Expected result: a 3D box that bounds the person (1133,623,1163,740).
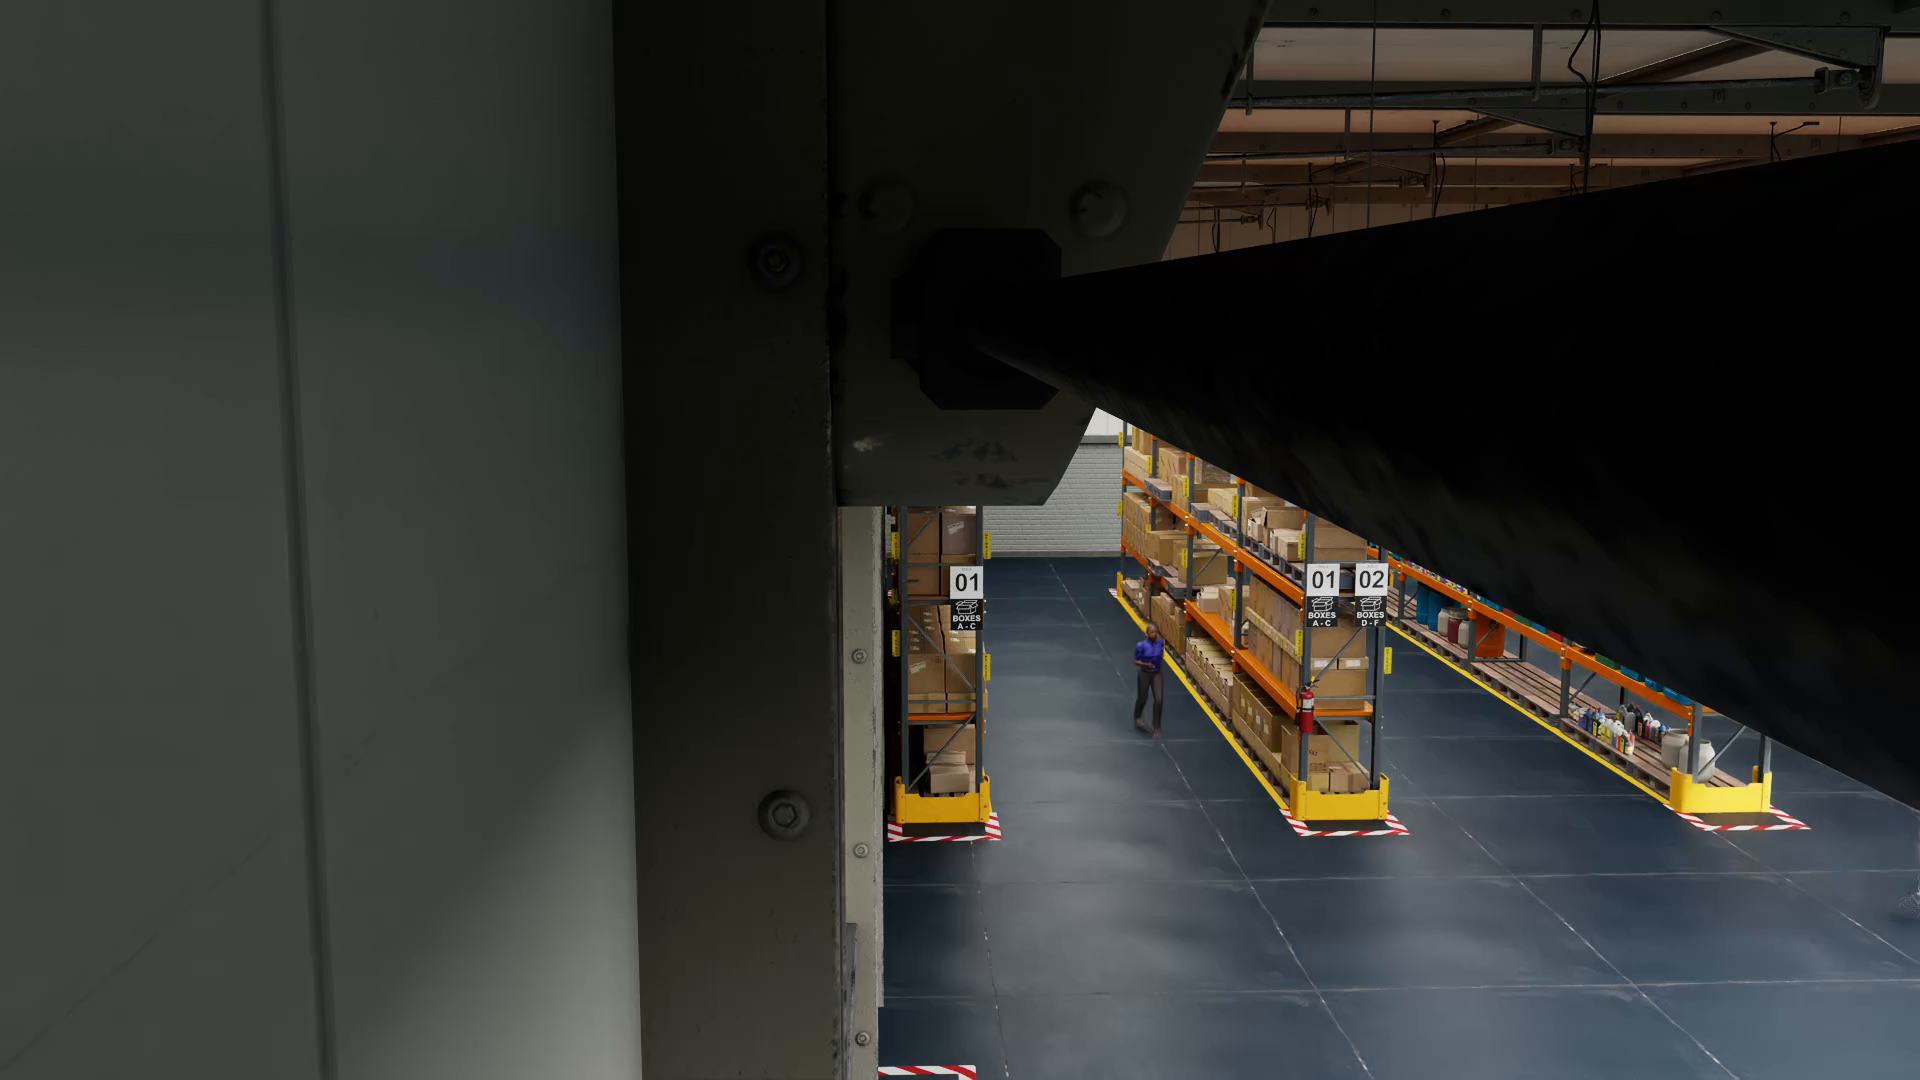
[{"bbox_3d":[2.802,2.093,24.685,0.531,1.611,0.866,-2,8,-11],"label":"person"}]
